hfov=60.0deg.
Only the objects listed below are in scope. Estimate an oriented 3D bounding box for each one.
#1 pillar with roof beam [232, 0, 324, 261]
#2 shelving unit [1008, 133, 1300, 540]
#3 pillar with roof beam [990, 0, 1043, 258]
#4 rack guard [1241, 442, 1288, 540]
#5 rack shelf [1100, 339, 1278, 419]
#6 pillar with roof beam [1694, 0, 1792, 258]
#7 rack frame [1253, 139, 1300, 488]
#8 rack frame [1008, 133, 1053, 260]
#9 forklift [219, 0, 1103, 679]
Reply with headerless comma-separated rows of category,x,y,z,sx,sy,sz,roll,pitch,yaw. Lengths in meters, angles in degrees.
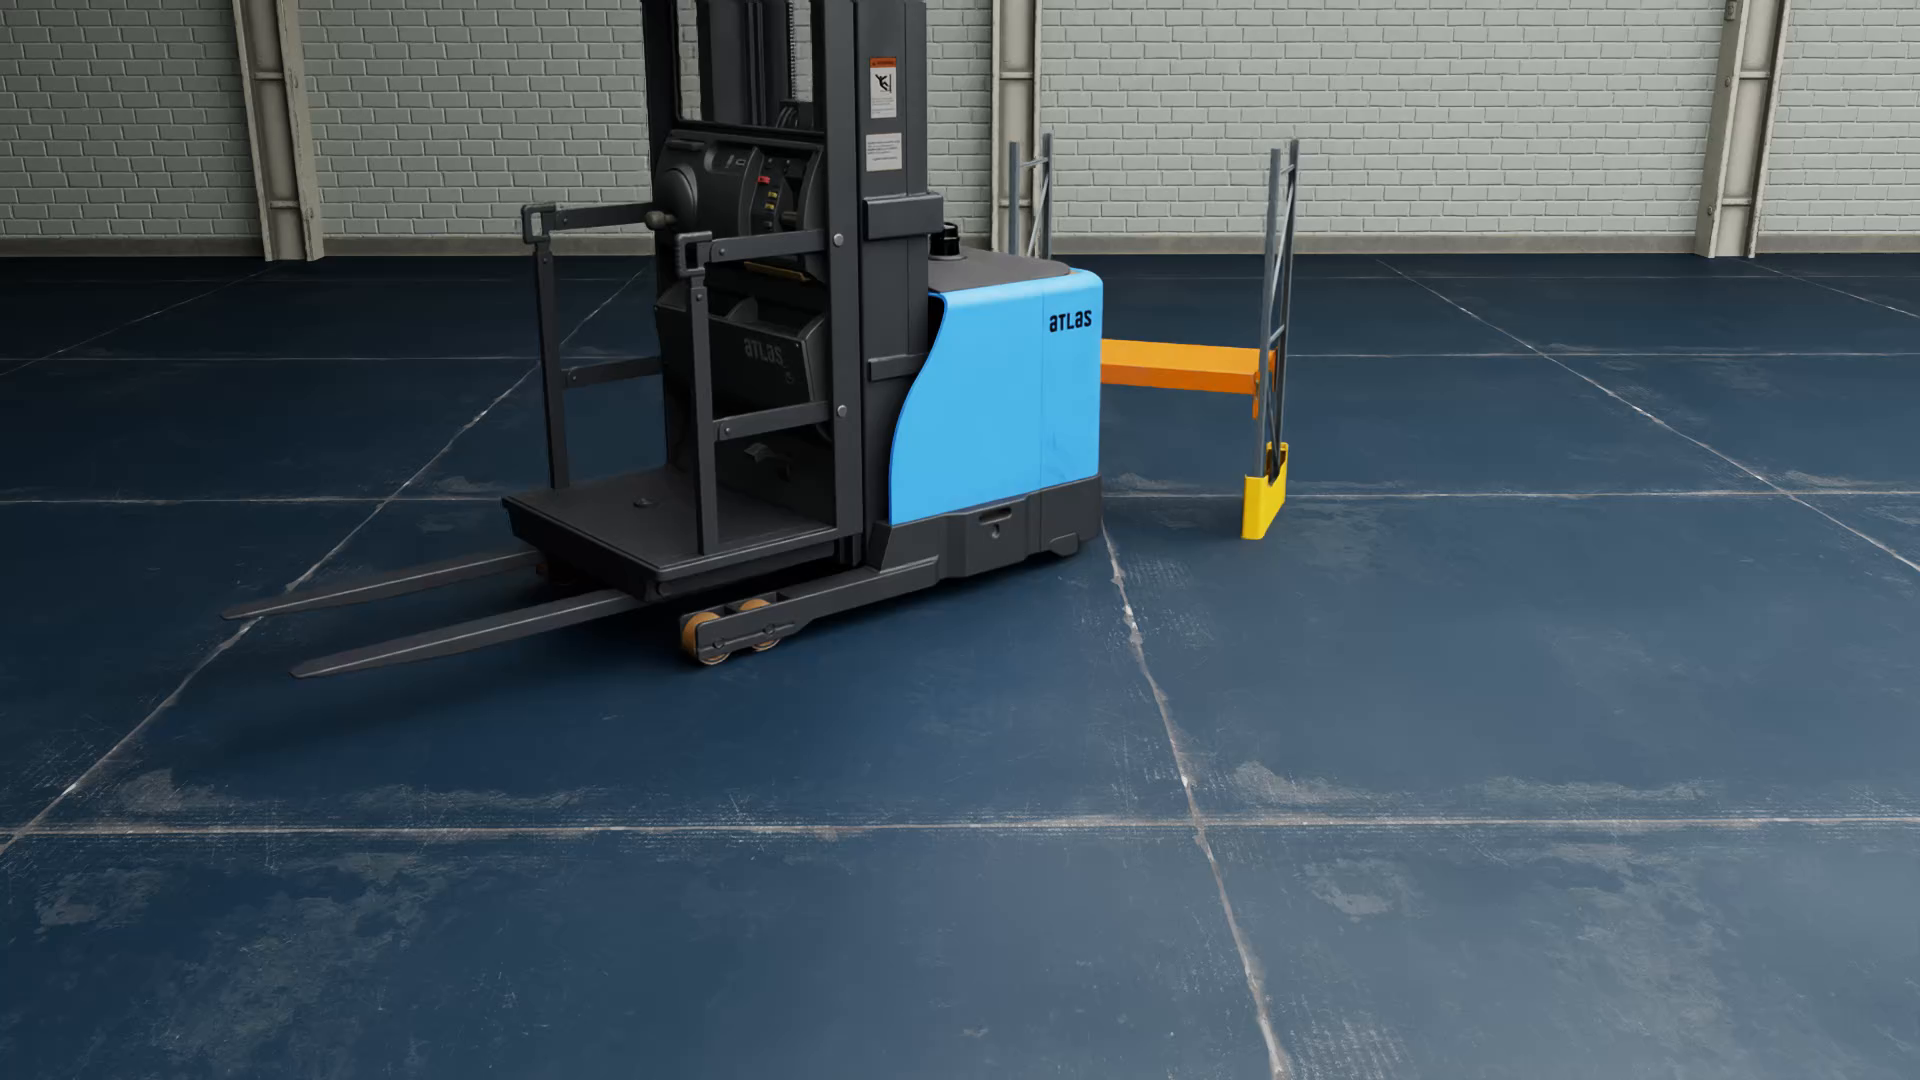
pillar with roof beam,-5.477,-5.322,8.405,0.400,9.000,9.100,0,18,-1
shelving unit,0.777,-0.854,6.754,1.083,1.500,0.587,6,19,19
pillar with roof beam,0.522,-5.351,8.495,0.400,9.000,9.100,0,18,-1
rack guard,1.246,-0.208,6.786,0.087,0.250,0.587,6,19,19
rack shelf,0.768,-0.684,6.812,1.000,0.185,0.538,6,19,19
pillar with roof beam,6.521,-5.380,8.585,0.400,9.000,9.100,0,18,-1
rack frame,1.247,-0.803,6.595,0.032,1.500,0.500,6,19,19
rack frame,0.289,-0.907,6.920,0.032,1.500,0.500,6,19,19
forklift,-0.910,-1.178,5.420,3.031,2.935,1.130,-15,23,-38
